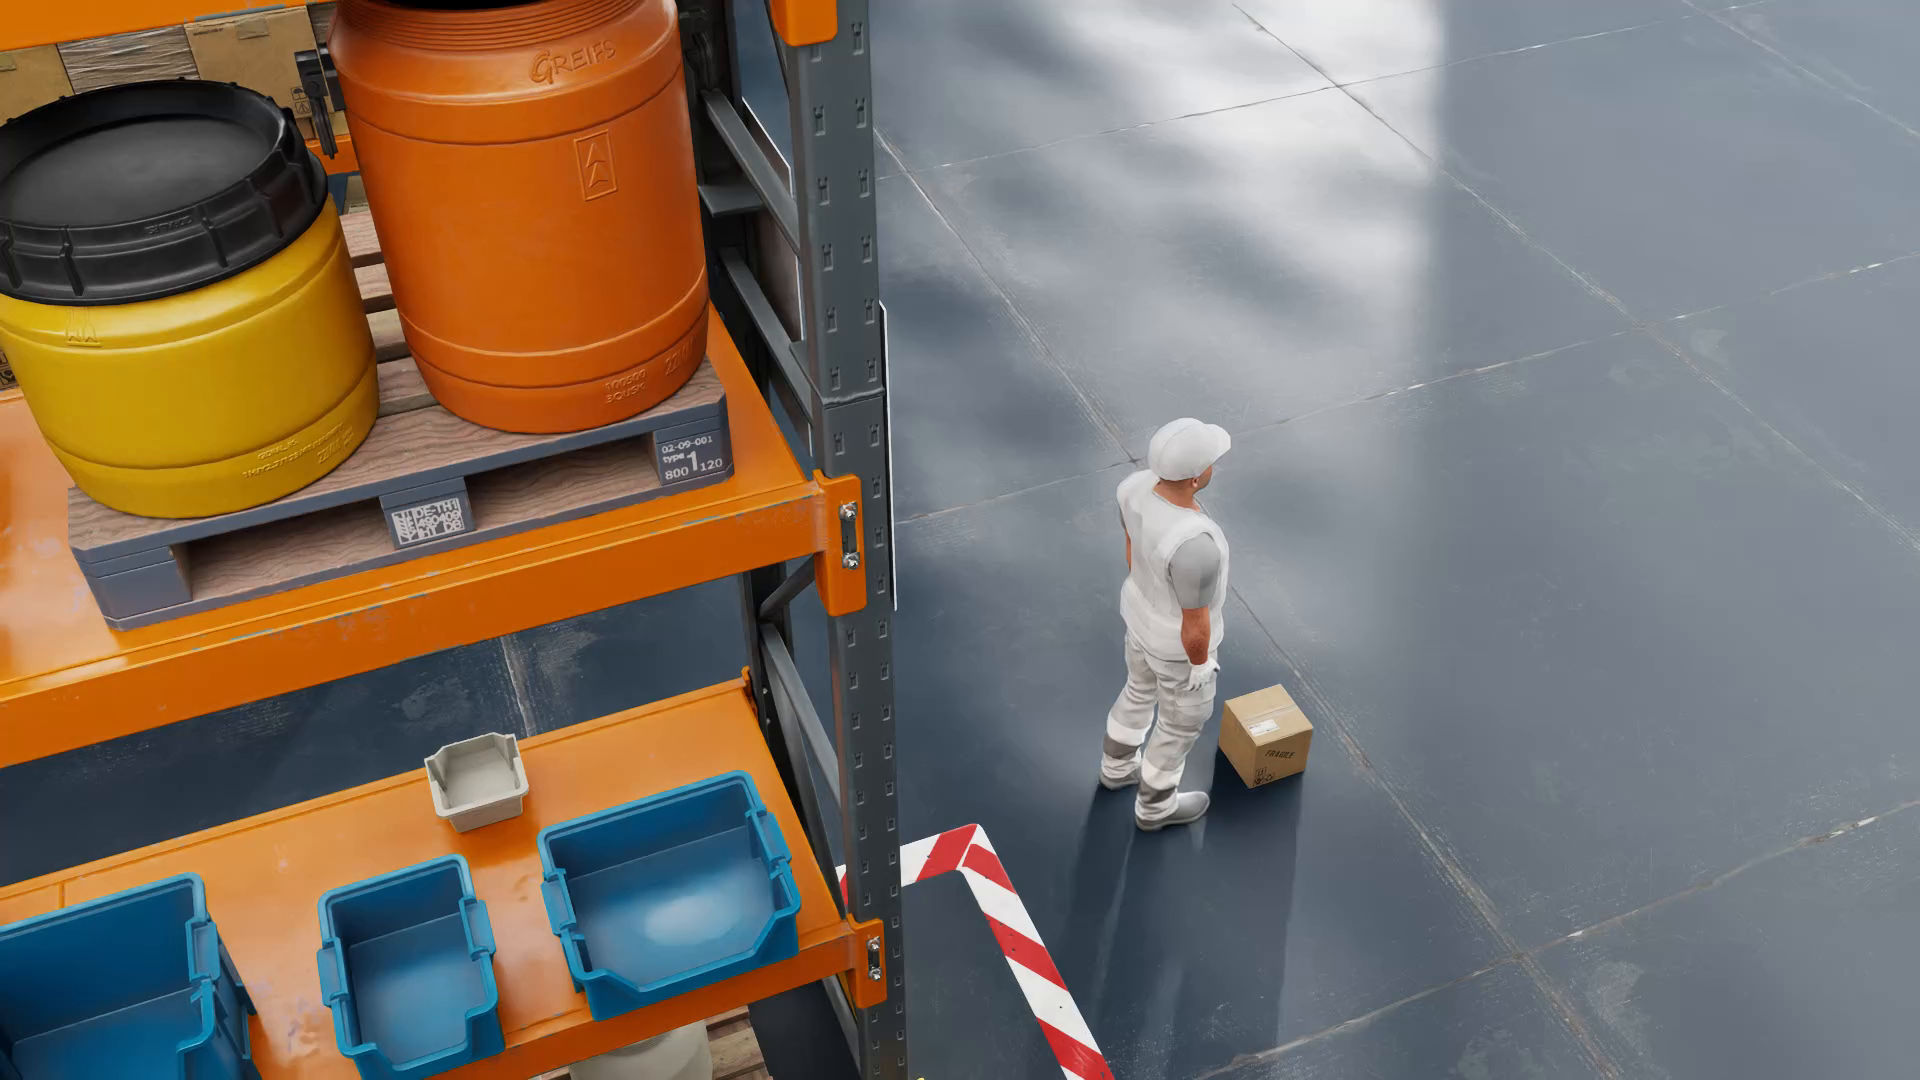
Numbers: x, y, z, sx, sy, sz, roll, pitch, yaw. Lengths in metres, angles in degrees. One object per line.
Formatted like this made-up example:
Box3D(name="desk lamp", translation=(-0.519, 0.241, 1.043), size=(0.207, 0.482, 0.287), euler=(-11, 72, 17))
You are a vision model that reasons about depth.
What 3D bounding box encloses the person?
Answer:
Box3D(name="person", translation=(0.736, 0.313, 5.815), size=(0.349, 1.825, 0.524), euler=(-14, 43, -16))
